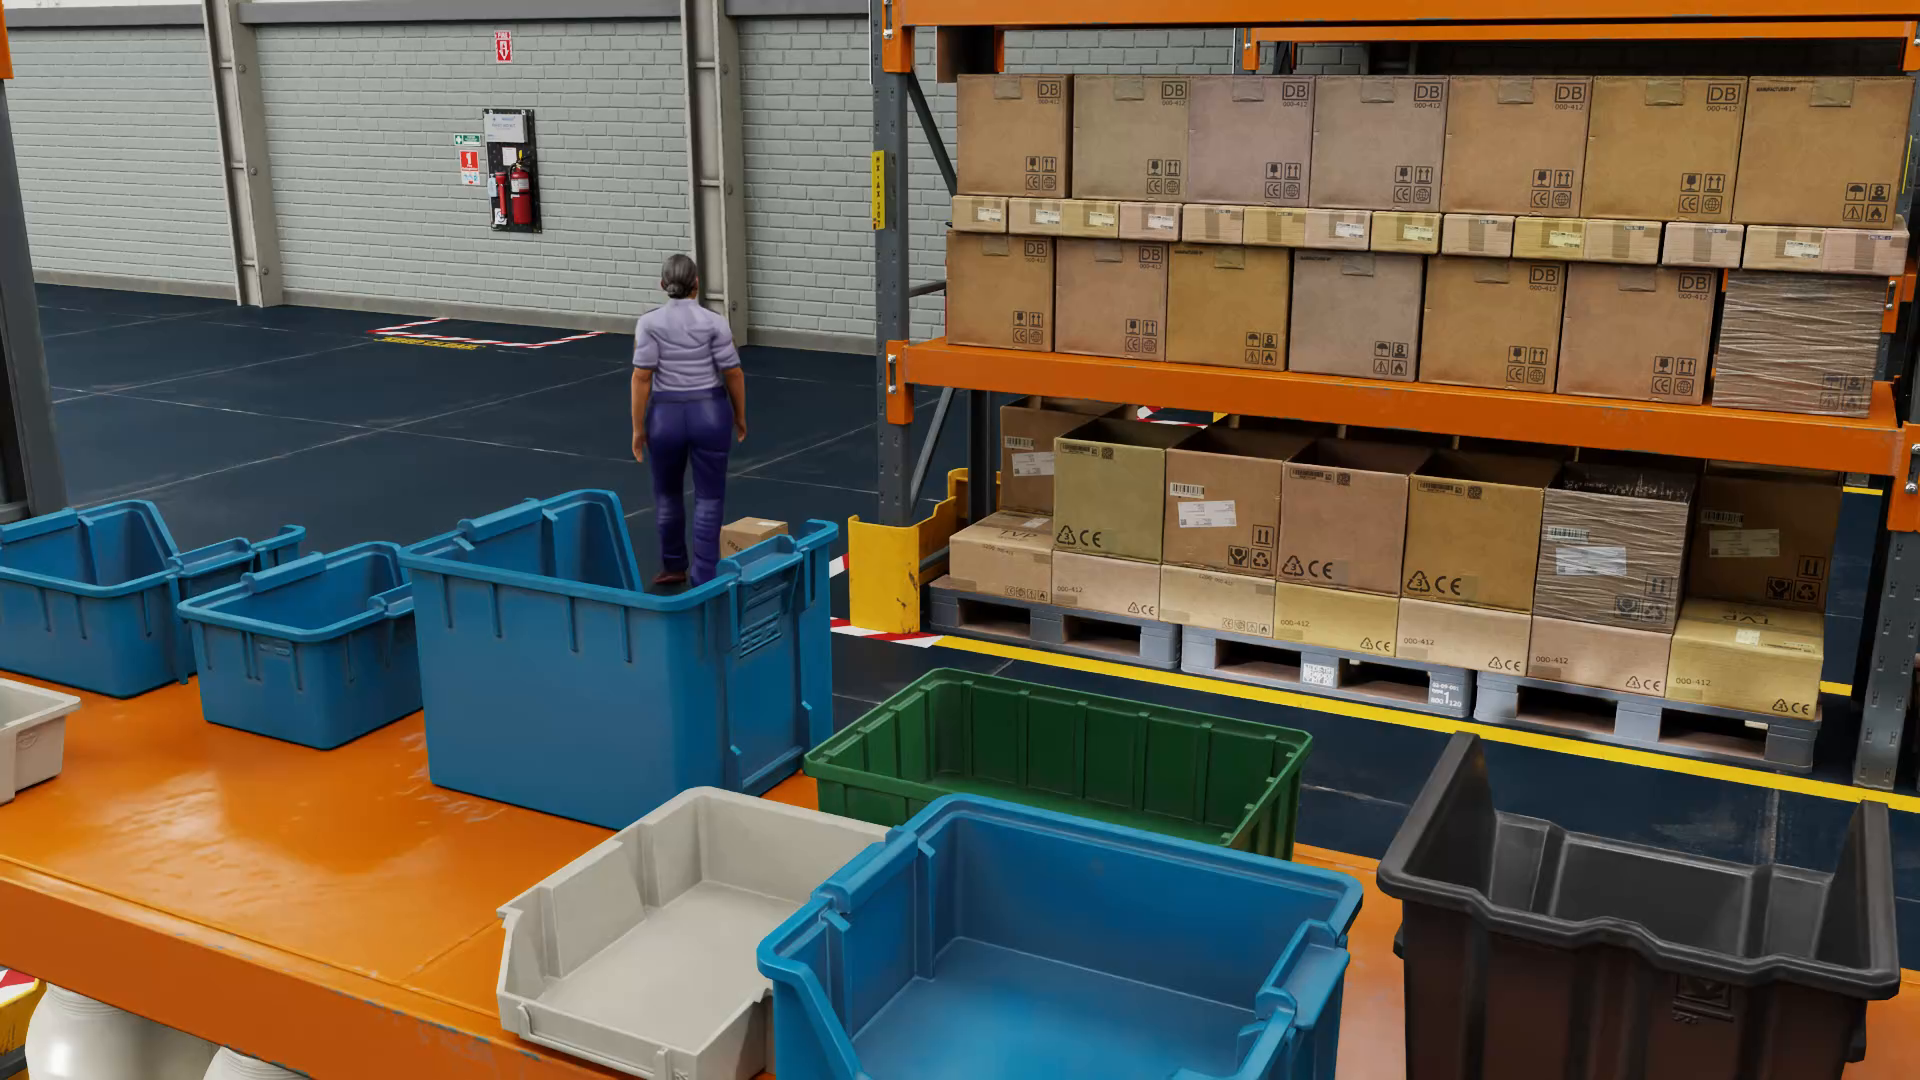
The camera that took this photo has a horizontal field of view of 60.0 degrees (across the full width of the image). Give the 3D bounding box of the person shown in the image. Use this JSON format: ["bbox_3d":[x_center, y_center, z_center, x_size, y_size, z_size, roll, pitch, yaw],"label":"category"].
[{"bbox_3d":[-1.280,-0.522,7.924,0.523,1.687,0.554,0,16,-1],"label":"person"}]
